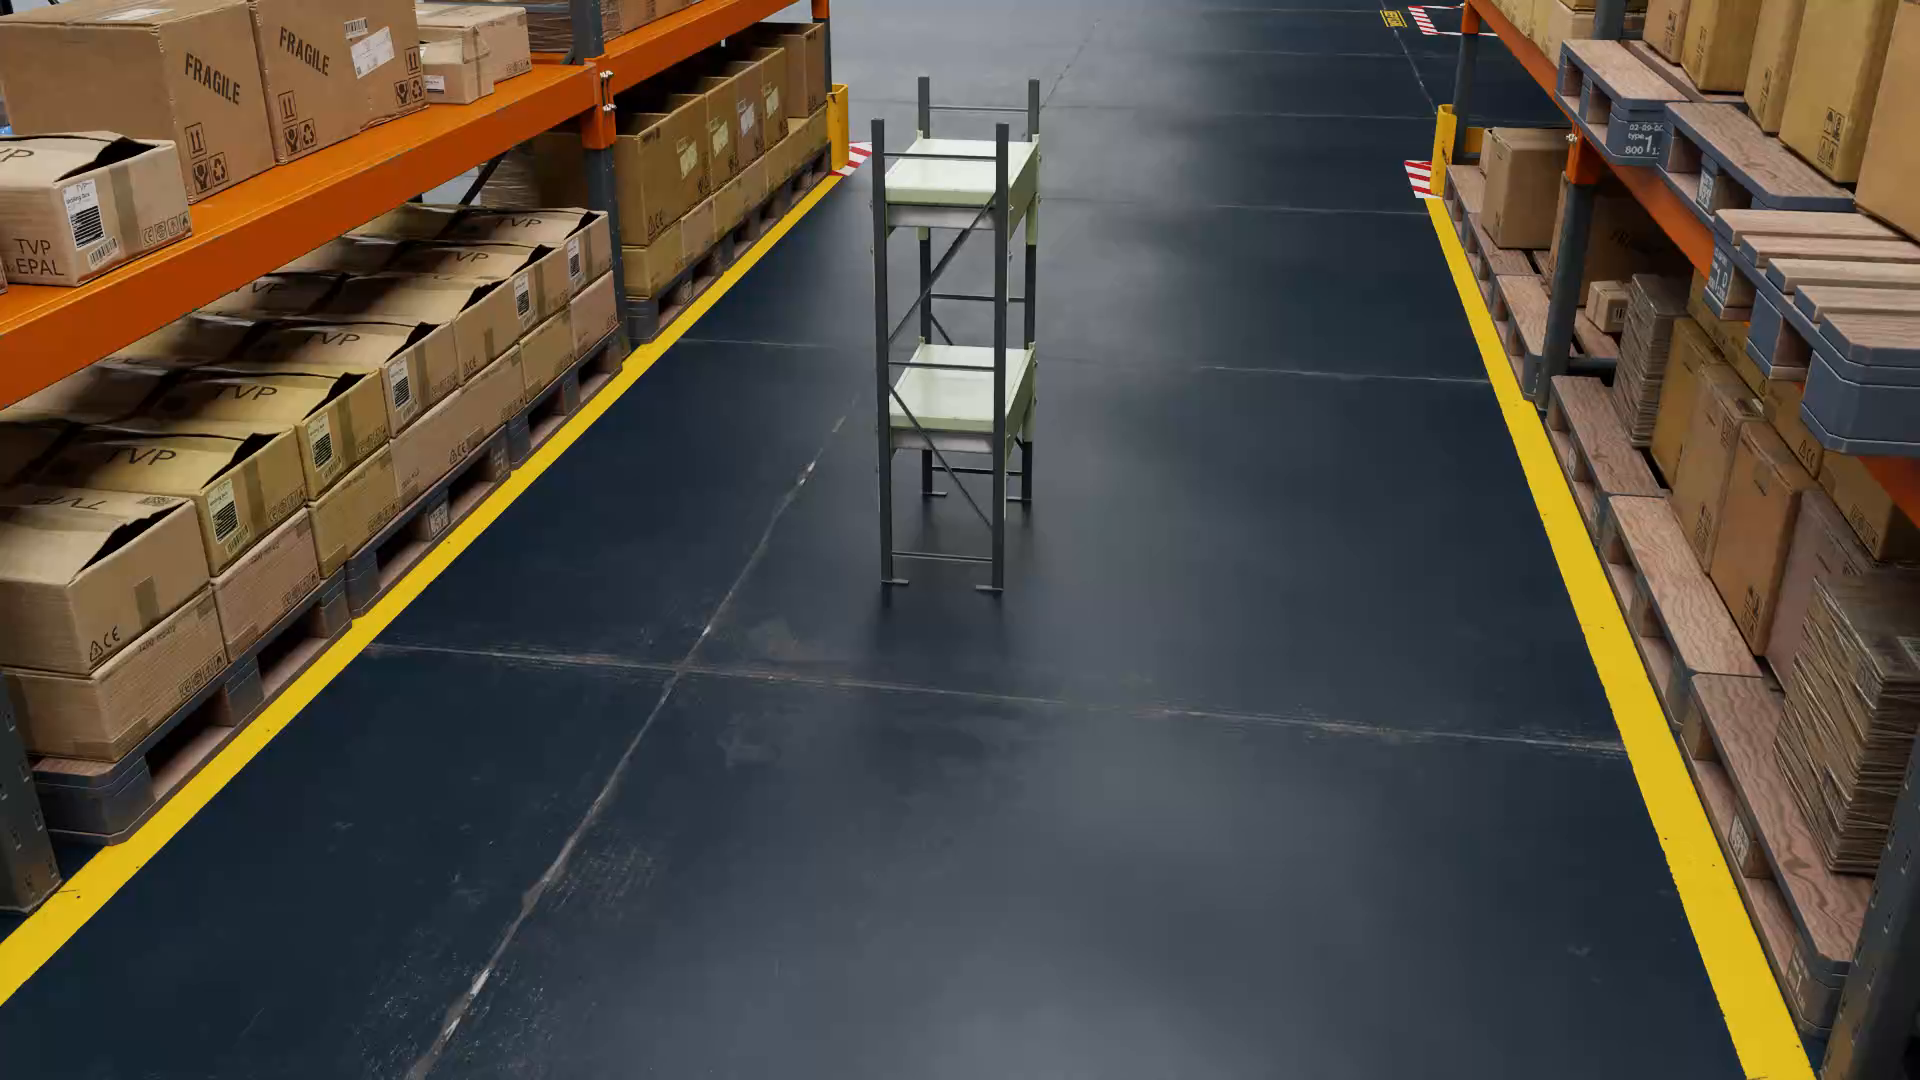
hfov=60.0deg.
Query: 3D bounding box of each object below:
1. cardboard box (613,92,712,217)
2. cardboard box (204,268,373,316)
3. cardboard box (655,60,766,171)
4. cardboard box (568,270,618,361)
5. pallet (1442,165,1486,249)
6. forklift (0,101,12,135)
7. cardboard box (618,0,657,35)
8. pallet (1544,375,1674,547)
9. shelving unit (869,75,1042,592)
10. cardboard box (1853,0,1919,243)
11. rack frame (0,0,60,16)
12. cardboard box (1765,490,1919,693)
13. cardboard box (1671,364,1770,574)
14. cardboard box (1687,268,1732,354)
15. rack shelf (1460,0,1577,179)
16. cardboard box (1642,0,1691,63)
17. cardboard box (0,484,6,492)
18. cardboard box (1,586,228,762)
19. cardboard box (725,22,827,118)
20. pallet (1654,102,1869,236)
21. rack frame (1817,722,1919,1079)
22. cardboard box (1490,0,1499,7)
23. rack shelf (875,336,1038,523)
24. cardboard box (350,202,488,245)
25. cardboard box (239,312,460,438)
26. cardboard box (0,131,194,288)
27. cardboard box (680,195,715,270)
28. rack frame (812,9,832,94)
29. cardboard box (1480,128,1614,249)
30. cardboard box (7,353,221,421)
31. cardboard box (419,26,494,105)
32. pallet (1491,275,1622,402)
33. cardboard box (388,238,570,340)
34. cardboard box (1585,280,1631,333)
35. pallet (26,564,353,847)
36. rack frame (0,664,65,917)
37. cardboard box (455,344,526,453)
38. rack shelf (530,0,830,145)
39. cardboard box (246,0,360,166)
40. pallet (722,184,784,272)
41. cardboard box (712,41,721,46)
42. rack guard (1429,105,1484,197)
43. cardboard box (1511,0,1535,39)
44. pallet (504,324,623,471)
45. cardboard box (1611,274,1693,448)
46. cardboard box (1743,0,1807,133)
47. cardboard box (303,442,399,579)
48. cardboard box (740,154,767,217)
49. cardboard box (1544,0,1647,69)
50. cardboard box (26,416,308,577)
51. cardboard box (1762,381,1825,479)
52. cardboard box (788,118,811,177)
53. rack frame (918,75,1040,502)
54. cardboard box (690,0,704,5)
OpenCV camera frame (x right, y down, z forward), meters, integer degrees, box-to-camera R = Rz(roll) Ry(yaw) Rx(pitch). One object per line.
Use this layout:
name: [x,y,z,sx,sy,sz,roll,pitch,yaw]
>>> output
cardboard box: [-1.538,-1.880,8.092,0.500,0.500,0.500,4,25,9]
cardboard box: [-2.480,-0.832,6.075,0.500,0.311,0.500,3,25,7]
cardboard box: [-1.369,-2.298,8.985,0.500,0.500,0.500,4,25,9]
cardboard box: [-1.778,-0.965,7.022,0.500,0.250,0.500,4,25,8]
pallet: [3.365,-1.913,9.588,1.003,0.211,1.213,4,25,9]
forklift: [-4.537,-1.665,5.849,1.130,2.935,3.031,4,25,8]
cardboard box: [-1.850,-2.666,7.790,0.700,0.500,0.500,4,25,8]
pallet: [2.765,-0.284,6.107,1.003,0.211,1.213,4,25,9]
shelving unit: [0.001,-0.682,5.438,0.431,1.500,0.755,4,25,9]
cardboard box: [2.369,-0.877,3.448,0.700,0.500,0.500,2,25,4]
rack frame: [-6.229,-4.232,11.252,1.000,3.000,0.127,4,25,9]
cardboard box: [2.503,0.221,4.168,0.700,0.500,0.500,4,25,8]
cardboard box: [2.629,-0.200,5.069,0.700,0.500,0.500,4,25,9]
cardboard box: [2.719,-0.786,5.435,0.500,0.250,0.500,3,25,7]
rack shelf: [3.218,-2.383,8.151,1.077,0.370,4.000,4,25,9]
cardboard box: [2.774,-1.906,5.647,0.700,0.500,0.500,4,25,9]
cardboard box: [-2.807,0.024,4.247,0.500,0.311,0.500,5,25,10]
cardboard box: [-2.275,0.316,4.286,0.500,0.250,0.500,4,25,8]
cardboard box: [-1.137,-2.926,10.327,0.500,0.500,0.500,4,25,9]
pallet: [2.521,-0.943,4.453,1.003,0.211,1.213,4,25,9]
rack frame: [2.238,-0.199,2.637,1.000,3.000,0.127,4,25,9]
cardboard box: [2.992,-2.873,8.504,0.500,0.250,0.500,4,25,8]
rack shelf: [0.001,-0.387,5.576,0.431,0.370,0.720,4,25,9]
cardboard box: [-2.310,-1.257,6.984,0.500,0.311,0.500,4,25,9]
cardboard box: [-2.028,-0.587,5.552,0.500,0.311,0.500,4,25,8]
cardboard box: [-2.313,-0.861,4.157,0.500,0.311,0.500,4,25,8]
cardboard box: [-1.535,-1.540,8.251,0.500,0.250,0.500,4,25,9]
rack frame: [-1.343,-3.887,10.515,1.000,3.000,0.127,4,25,9]
cardboard box: [3.081,-1.787,8.460,0.700,0.500,0.500,2,25,5]
cardboard box: [-2.644,-0.405,5.163,0.500,0.311,0.500,4,25,8]
cardboard box: [-1.959,-1.773,6.157,0.396,0.266,0.258,3,25,7]
pallet: [2.966,-0.893,7.408,1.003,0.211,1.213,4,25,9]
cardboard box: [-1.859,-1.005,6.446,0.500,0.311,0.500,5,25,10]
cardboard box: [2.949,-1.014,7.201,0.380,0.166,0.250,1,25,2]
pallet: [-2.477,0.380,4.688,1.003,0.211,1.213,4,25,9]
rack frame: [-2.650,-0.541,3.367,1.000,3.000,0.127,4,25,9]
cardboard box: [-1.946,-0.540,6.113,0.500,0.250,0.500,5,25,10]
rack shelf: [-1.670,-2.725,8.881,1.077,0.370,4.000,4,25,9]
cardboard box: [-2.306,-1.509,5.318,0.500,0.500,0.500,4,25,9]
pallet: [-1.628,-1.792,9.330,1.003,0.211,1.213,4,25,9]
cardboard box: [-1.730,-2.753,9.957,0.500,0.500,0.500,4,25,9]
rack guard: [3.533,-2.381,10.248,1.175,0.500,0.348,4,25,9]
cardboard box: [2.826,-2.452,7.603,0.500,0.250,0.500,4,25,8]
pallet: [-2.078,-0.640,6.868,1.003,0.211,1.213,4,25,9]
cardboard box: [2.787,-0.630,5.988,0.700,0.500,0.500,5,26,10]
cardboard box: [2.599,-1.395,4.556,0.700,0.500,0.500,8,26,16]
cardboard box: [-2.115,-0.113,5.200,0.500,0.250,0.500,3,25,7]
cardboard box: [-1.372,-1.959,9.144,0.500,0.250,0.500,4,25,9]
cardboard box: [2.670,-2.032,6.707,0.500,0.250,0.500,4,25,9]
cardboard box: [-2.197,-0.159,4.637,0.500,0.311,0.500,3,25,7]
cardboard box: [2.538,-0.360,4.526,0.500,0.250,0.500,4,25,8]
cardboard box: [-1.209,-2.377,10.038,0.500,0.250,0.500,4,25,9]
rack frame: [0.061,-0.835,5.765,0.400,1.500,0.023,4,25,9]
cardboard box: [-1.682,-3.090,8.695,0.700,0.500,0.500,5,26,10]
